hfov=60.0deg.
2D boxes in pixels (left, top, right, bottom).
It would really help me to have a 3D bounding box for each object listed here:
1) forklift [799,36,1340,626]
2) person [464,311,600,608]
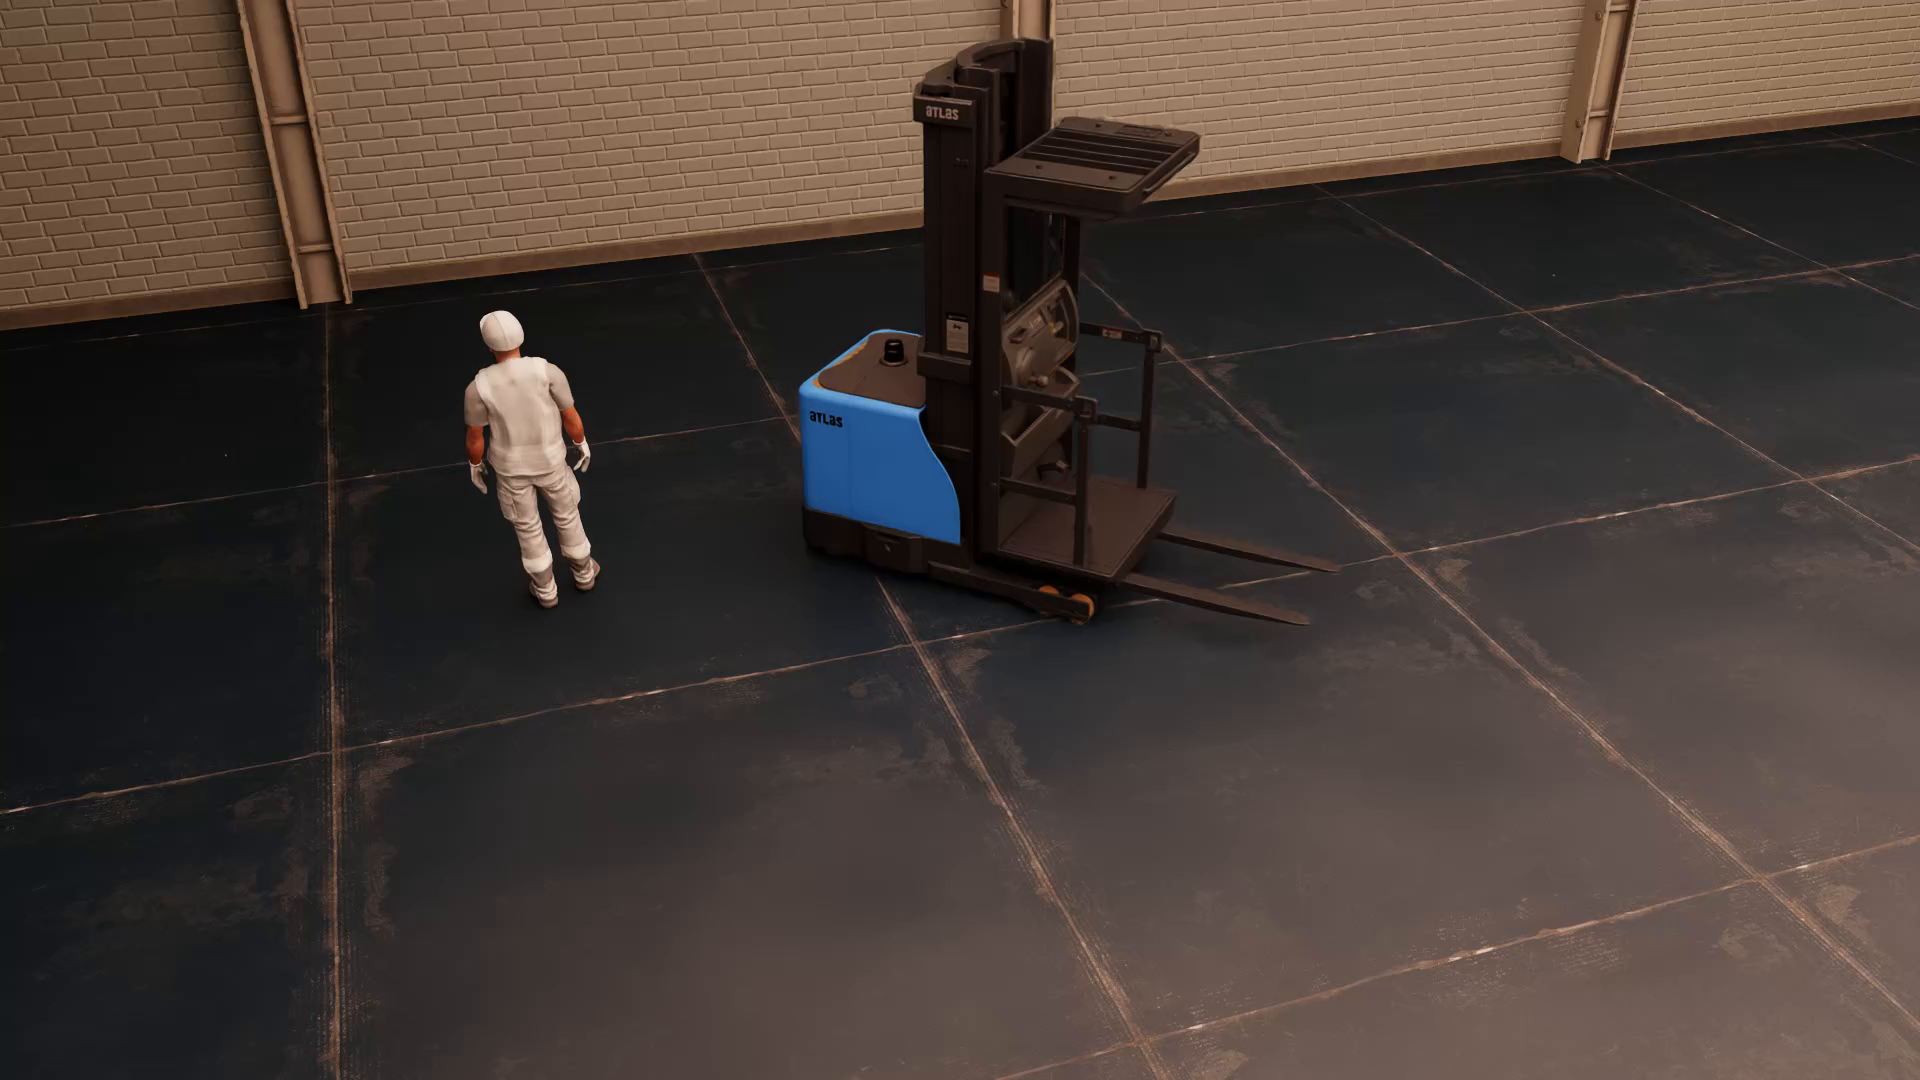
[{"bbox_3d":[0.626,-1.106,9.010,3.031,2.935,1.130,14,33,22],"label":"forklift"},{"bbox_3d":[-2.333,-0.458,9.013,0.637,1.786,0.566,-9,31,-15],"label":"person"}]
